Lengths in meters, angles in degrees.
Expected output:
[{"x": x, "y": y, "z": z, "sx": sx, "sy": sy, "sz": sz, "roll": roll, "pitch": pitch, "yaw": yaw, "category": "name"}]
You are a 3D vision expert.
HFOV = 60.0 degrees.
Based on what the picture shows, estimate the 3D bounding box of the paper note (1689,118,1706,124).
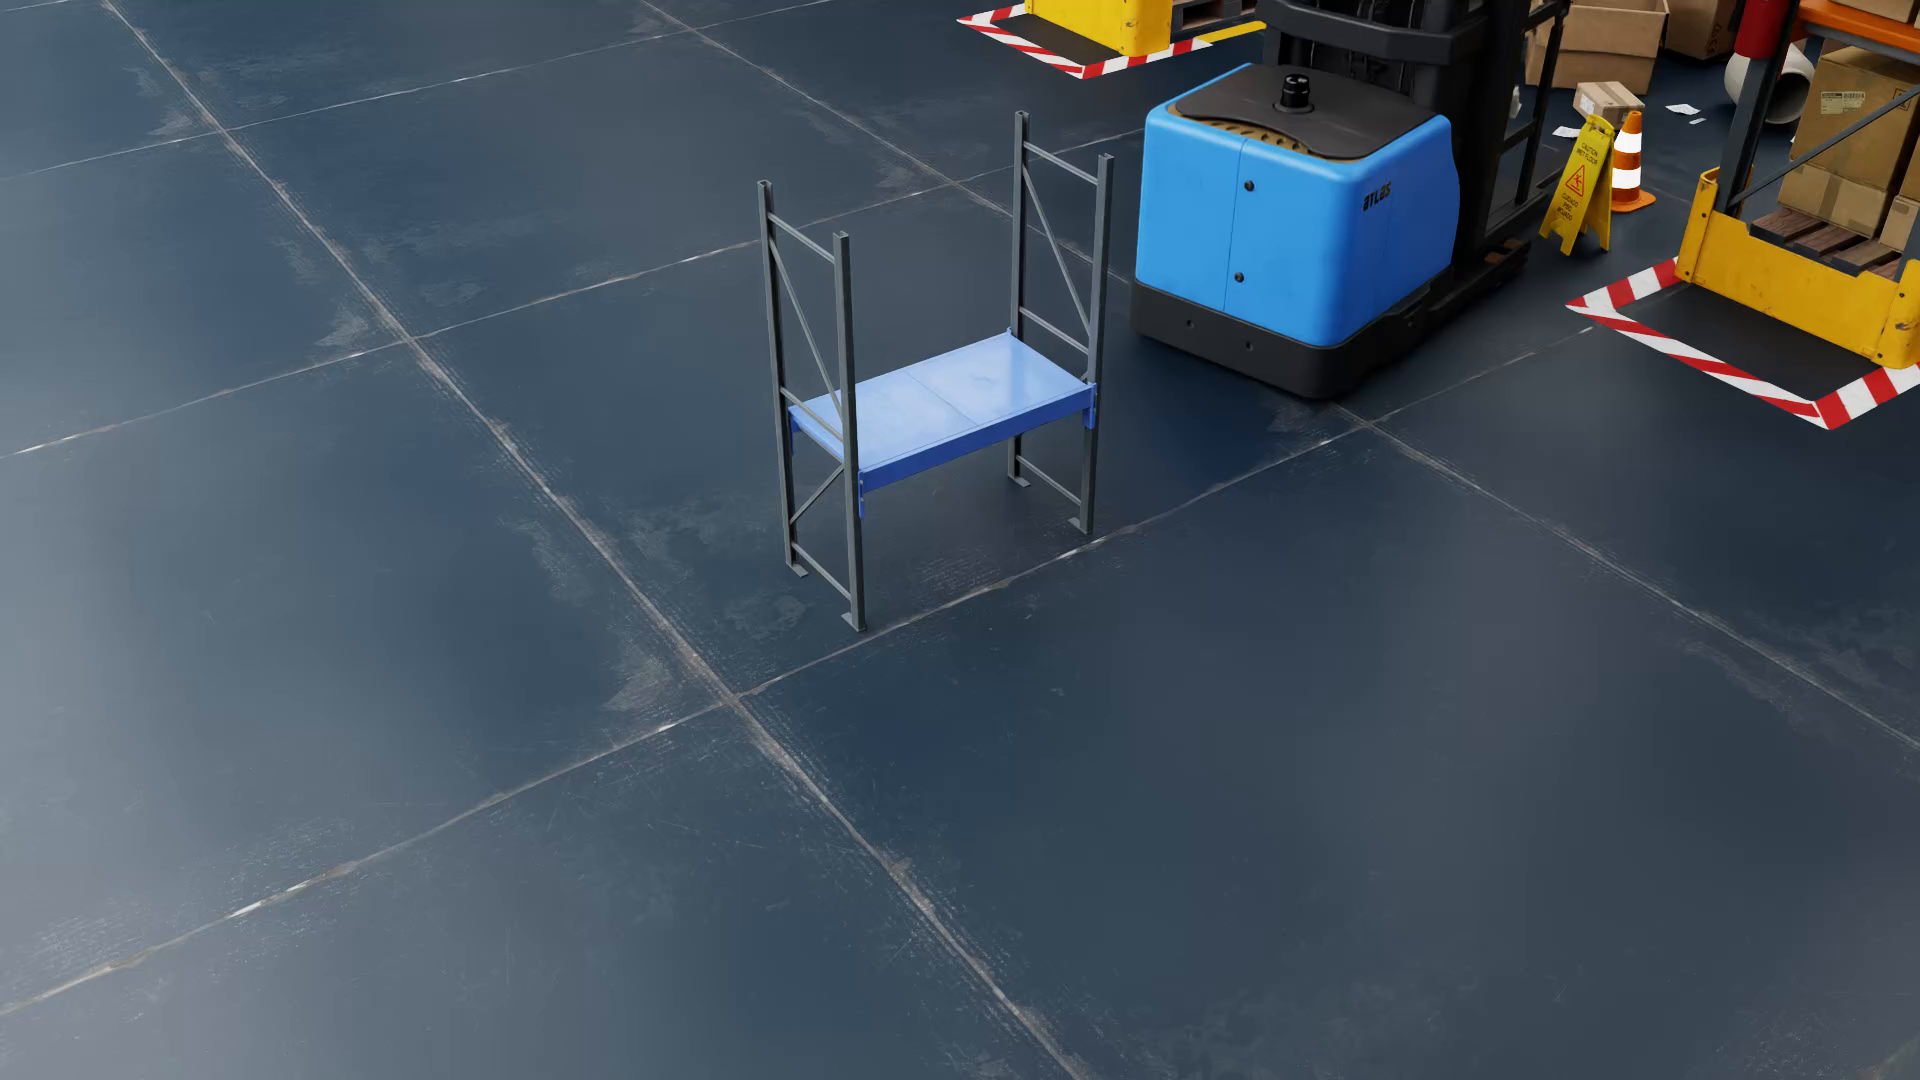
[{"x": 4.262, "y": -2.421, "z": 9.607, "sx": 0.123, "sy": 0.001, "sz": 0.032, "roll": -22, "pitch": 41, "yaw": -28, "category": "paper note"}]

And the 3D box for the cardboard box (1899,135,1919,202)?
[{"x": 4.678, "y": -1.767, "z": 7.491, "sx": 0.500, "sy": 0.500, "sz": 0.500, "roll": -24, "pitch": 42, "yaw": -29, "category": "cardboard box"}]

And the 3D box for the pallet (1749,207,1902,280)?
[{"x": 4.587, "y": -1.411, "z": 8.031, "sx": 1.213, "sy": 0.211, "sz": 1.003, "roll": -22, "pitch": 41, "yaw": -28, "category": "pallet"}]

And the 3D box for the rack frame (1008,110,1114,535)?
[{"x": 0.346, "y": -0.751, "z": 6.010, "sx": 0.032, "sy": 1.500, "sz": 0.500, "roll": -22, "pitch": 41, "yaw": -28, "category": "rack frame"}]

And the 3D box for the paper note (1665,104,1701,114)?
[{"x": 4.247, "y": -2.533, "z": 9.756, "sx": 0.142, "sy": 0.019, "sz": 0.148, "roll": -9, "pitch": 37, "yaw": -12, "category": "paper note"}]

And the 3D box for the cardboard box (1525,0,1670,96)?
[{"x": 3.818, "y": -3.047, "z": 10.055, "sx": 0.797, "sy": 0.503, "sz": 0.637, "roll": 9, "pitch": 37, "yaw": 12, "category": "cardboard box"}]

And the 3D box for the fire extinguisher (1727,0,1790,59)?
[{"x": 3.482, "y": -2.411, "z": 7.099, "sx": 0.183, "sy": 0.674, "sz": 0.296, "roll": -22, "pitch": 41, "yaw": -28, "category": "fire extinguisher"}]

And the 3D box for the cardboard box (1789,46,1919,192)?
[{"x": 4.345, "y": -2.013, "z": 7.834, "sx": 0.500, "sy": 0.500, "sz": 0.500, "roll": -22, "pitch": 41, "yaw": -28, "category": "cardboard box"}]

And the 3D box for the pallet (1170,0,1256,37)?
[{"x": 1.515, "y": -3.764, "z": 11.302, "sx": 1.213, "sy": 0.211, "sz": 1.003, "roll": -22, "pitch": 41, "yaw": -28, "category": "pallet"}]

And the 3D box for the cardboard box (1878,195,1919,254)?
[{"x": 4.659, "y": -1.454, "z": 7.699, "sx": 0.500, "sy": 0.250, "sz": 0.500, "roll": -23, "pitch": 42, "yaw": -28, "category": "cardboard box"}]

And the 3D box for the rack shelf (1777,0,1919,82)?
[{"x": 5.475, "y": -2.642, "z": 7.970, "sx": 4.000, "sy": 0.370, "sz": 1.077, "roll": -22, "pitch": 41, "yaw": -28, "category": "rack shelf"}]

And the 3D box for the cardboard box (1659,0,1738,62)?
[{"x": 4.577, "y": -3.420, "z": 10.458, "sx": 0.503, "sy": 0.637, "sz": 0.797, "roll": -22, "pitch": 41, "yaw": -28, "category": "cardboard box"}]

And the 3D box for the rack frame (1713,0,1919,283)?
[{"x": 3.841, "y": -2.261, "z": 6.825, "sx": 0.127, "sy": 3.000, "sz": 1.000, "roll": -22, "pitch": 41, "yaw": -28, "category": "rack frame"}]

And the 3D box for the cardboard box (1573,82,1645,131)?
[{"x": 3.748, "y": -2.508, "z": 9.610, "sx": 0.250, "sy": 0.149, "sz": 0.380, "roll": -3, "pitch": 36, "yaw": -4, "category": "cardboard box"}]

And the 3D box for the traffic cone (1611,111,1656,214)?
[{"x": 3.449, "y": -1.991, "z": 8.622, "sx": 0.334, "sy": 0.463, "sz": 0.336, "roll": -22, "pitch": 41, "yaw": -28, "category": "traffic cone"}]

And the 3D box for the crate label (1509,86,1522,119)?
[{"x": 3.138, "y": -2.568, "z": 9.704, "sx": 0.250, "sy": 0.136, "sz": 0.298, "roll": 15, "pitch": 38, "yaw": 20, "category": "crate label"}]

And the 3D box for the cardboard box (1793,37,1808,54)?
[{"x": 5.208, "y": -3.247, "z": 10.537, "sx": 0.258, "sy": 0.266, "sz": 0.396, "roll": 9, "pitch": 37, "yaw": 12, "category": "cardboard box"}]

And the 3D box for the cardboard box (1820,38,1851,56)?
[{"x": 5.450, "y": -2.882, "z": 9.826, "sx": 0.500, "sy": 0.500, "sz": 0.500, "roll": 3, "pitch": 36, "yaw": 4, "category": "cardboard box"}]

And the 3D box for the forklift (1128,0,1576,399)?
[{"x": 2.101, "y": -2.564, "z": 7.305, "sx": 1.130, "sy": 2.935, "sz": 3.031, "roll": 27, "pitch": 44, "yaw": 32, "category": "forklift"}]

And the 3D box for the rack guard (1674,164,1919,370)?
[{"x": 3.903, "y": -1.272, "z": 7.590, "sx": 0.348, "sy": 0.500, "sz": 1.175, "roll": -22, "pitch": 41, "yaw": -28, "category": "rack guard"}]

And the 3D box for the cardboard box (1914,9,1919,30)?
[{"x": 4.237, "y": -2.174, "z": 6.919, "sx": 0.250, "sy": 0.149, "sz": 0.380, "roll": -22, "pitch": 41, "yaw": -28, "category": "cardboard box"}]

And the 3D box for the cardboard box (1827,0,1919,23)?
[{"x": 4.023, "y": -2.387, "z": 7.215, "sx": 0.250, "sy": 0.149, "sz": 0.380, "roll": -21, "pitch": 41, "yaw": -26, "category": "cardboard box"}]

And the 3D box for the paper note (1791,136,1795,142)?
[{"x": 4.749, "y": -2.240, "z": 9.338, "sx": 0.142, "sy": 0.019, "sz": 0.148, "roll": 22, "pitch": 41, "yaw": 28, "category": "paper note"}]

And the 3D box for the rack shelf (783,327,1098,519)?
[{"x": -0.070, "y": -0.434, "z": 5.877, "sx": 1.000, "sy": 0.185, "sz": 0.538, "roll": -22, "pitch": 41, "yaw": -28, "category": "rack shelf"}]

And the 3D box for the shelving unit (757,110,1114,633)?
[{"x": -0.070, "y": -0.580, "z": 5.772, "sx": 1.048, "sy": 1.500, "sz": 0.538, "roll": -22, "pitch": 41, "yaw": -28, "category": "shelving unit"}]

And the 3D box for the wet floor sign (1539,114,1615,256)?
[{"x": 3.069, "y": -1.752, "z": 8.133, "sx": 0.232, "sy": 0.644, "sz": 0.267, "roll": -9, "pitch": 37, "yaw": -12, "category": "wet floor sign"}]

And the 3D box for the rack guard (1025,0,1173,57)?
[{"x": 0.887, "y": -3.566, "z": 10.781, "sx": 0.348, "sy": 0.500, "sz": 1.175, "roll": -22, "pitch": 41, "yaw": -28, "category": "rack guard"}]

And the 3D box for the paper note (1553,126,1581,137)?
[{"x": 3.467, "y": -2.324, "z": 9.454, "sx": 0.148, "sy": 0.019, "sz": 0.142, "roll": 22, "pitch": 41, "yaw": 28, "category": "paper note"}]

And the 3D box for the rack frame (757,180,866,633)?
[{"x": -0.485, "y": -0.409, "z": 5.534, "sx": 0.032, "sy": 1.500, "sz": 0.500, "roll": -22, "pitch": 41, "yaw": -28, "category": "rack frame"}]

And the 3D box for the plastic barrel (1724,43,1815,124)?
[{"x": 4.657, "y": -2.632, "z": 9.547, "sx": 0.421, "sy": 0.421, "sz": 0.512, "roll": 3, "pitch": 36, "yaw": 4, "category": "plastic barrel"}]

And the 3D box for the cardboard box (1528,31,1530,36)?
[{"x": 3.832, "y": -3.368, "z": 10.705, "sx": 0.258, "sy": 0.266, "sz": 0.396, "roll": -15, "pitch": 38, "yaw": -20, "category": "cardboard box"}]

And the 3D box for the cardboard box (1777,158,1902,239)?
[{"x": 4.366, "y": -1.723, "z": 8.073, "sx": 0.500, "sy": 0.250, "sz": 0.500, "roll": -23, "pitch": 41, "yaw": -28, "category": "cardboard box"}]
